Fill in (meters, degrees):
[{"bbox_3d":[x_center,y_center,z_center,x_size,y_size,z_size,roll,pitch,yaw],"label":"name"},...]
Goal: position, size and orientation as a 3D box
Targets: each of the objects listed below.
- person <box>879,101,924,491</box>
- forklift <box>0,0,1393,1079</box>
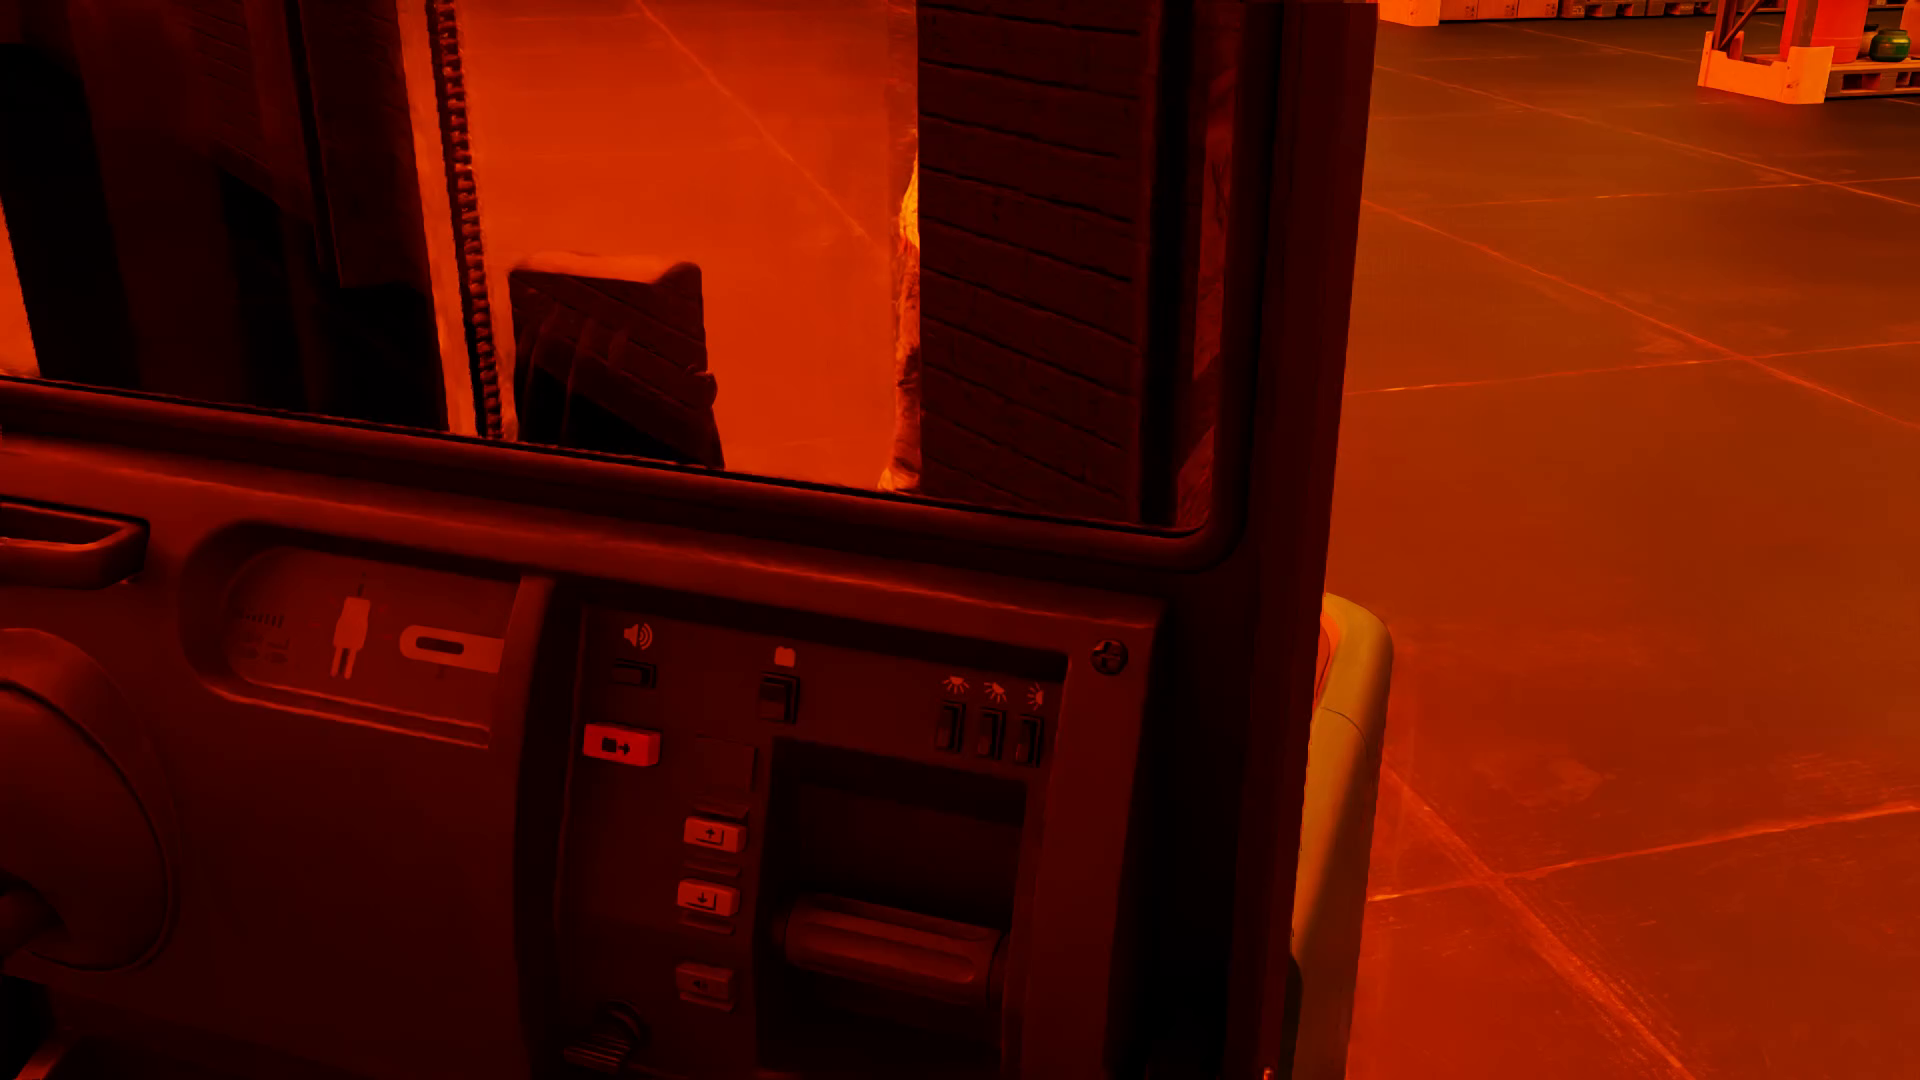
[{"bbox_3d":[-0.062,-0.820,4.695,0.568,1.773,0.632,-6,24,-14],"label":"person"},{"bbox_3d":[-0.413,0.189,0.868,1.130,2.935,3.031,8,24,18],"label":"forklift"}]
